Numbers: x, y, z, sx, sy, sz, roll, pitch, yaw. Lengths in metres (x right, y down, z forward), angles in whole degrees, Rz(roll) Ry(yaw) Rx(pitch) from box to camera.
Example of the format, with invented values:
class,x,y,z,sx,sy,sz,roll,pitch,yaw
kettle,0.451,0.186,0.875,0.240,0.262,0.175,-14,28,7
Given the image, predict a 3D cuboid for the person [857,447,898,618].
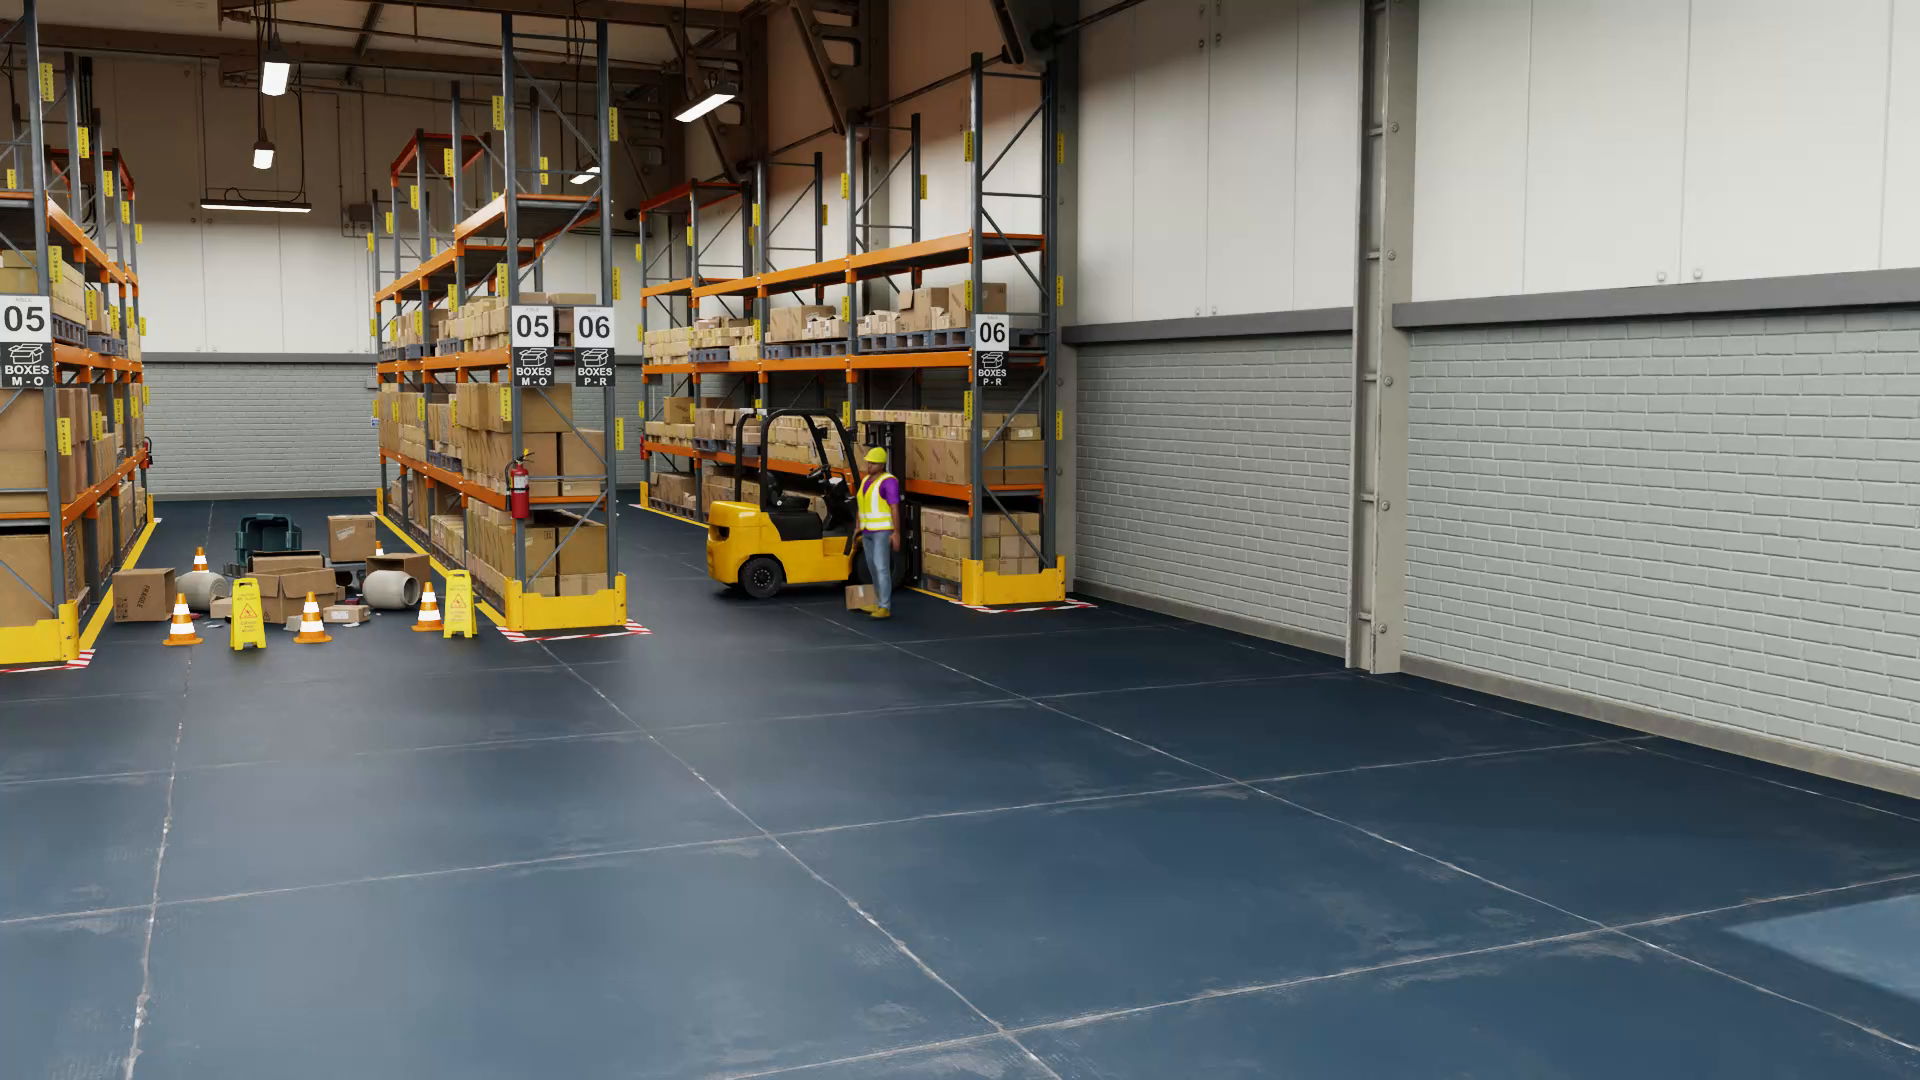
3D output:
class,x,y,z,sx,sy,sz,roll,pitch,yaw
person,-0.898,-0.090,17.417,0.467,1.767,0.621,-4,7,-38
